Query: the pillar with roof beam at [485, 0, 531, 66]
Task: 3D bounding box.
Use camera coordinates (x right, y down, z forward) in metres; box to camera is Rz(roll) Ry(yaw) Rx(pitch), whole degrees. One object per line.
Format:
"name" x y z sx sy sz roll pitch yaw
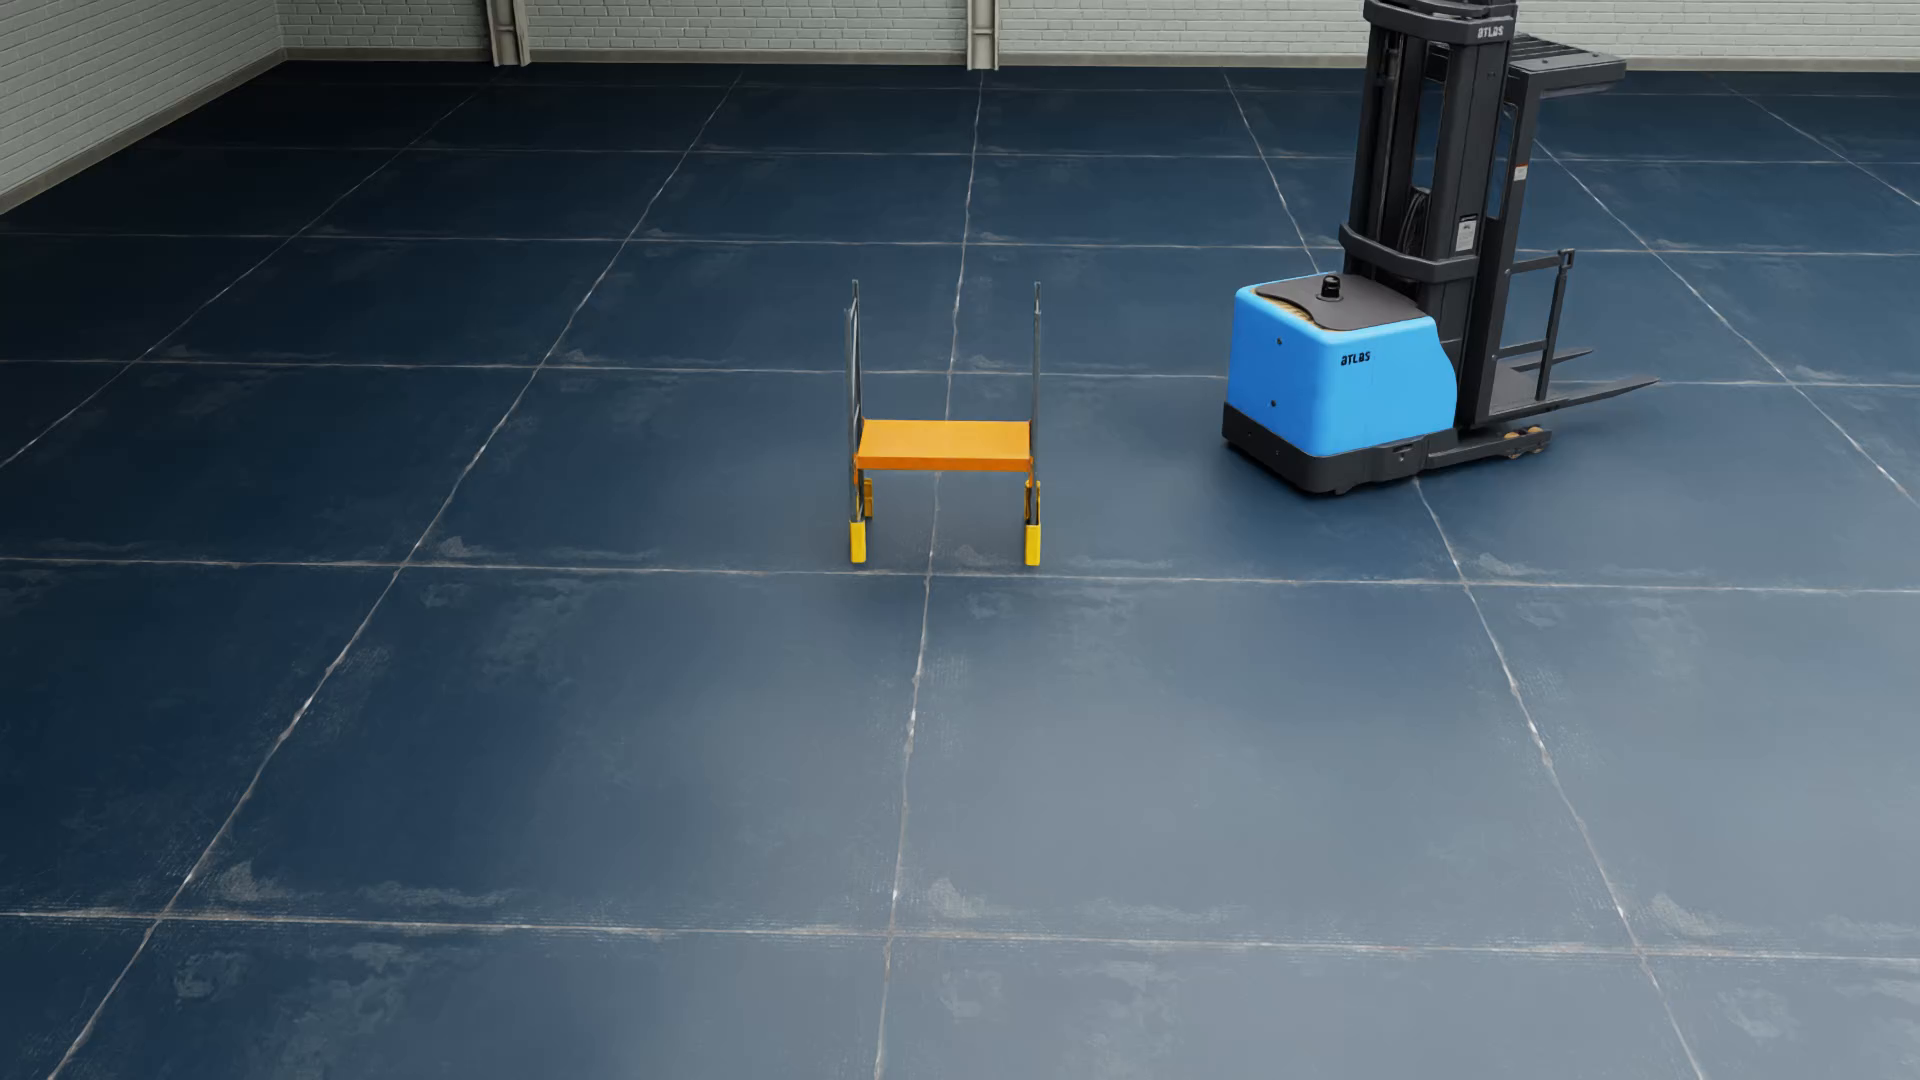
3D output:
"pillar with roof beam" -5.858 -8.036 15.301 0.400 9.000 9.100 1 28 2

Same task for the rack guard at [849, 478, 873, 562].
"rack guard" -0.574 -0.120 9.709 0.087 0.250 0.587 1 28 2

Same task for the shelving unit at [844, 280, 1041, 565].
"shelving unit" -0.076 -0.664 9.401 1.083 1.500 0.587 1 28 2

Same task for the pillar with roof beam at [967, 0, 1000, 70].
"pillar with roof beam" 0.138 -7.937 15.114 0.400 9.000 9.100 1 28 2

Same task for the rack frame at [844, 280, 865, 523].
"rack frame" -0.593 -0.672 9.417 0.032 1.500 0.500 1 28 2

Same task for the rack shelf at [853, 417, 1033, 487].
"rack shelf" -0.085 -0.505 9.486 1.000 0.185 0.538 1 28 2

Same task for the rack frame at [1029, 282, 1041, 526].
"rack frame" 0.423 -0.656 9.386 0.032 1.500 0.500 1 28 2

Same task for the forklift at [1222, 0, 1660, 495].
"forklift" 3.273 -2.031 10.452 3.031 2.935 1.130 -13 30 -22

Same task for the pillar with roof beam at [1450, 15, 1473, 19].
"pillar with roof beam" 6.134 -7.837 14.927 0.400 9.000 9.100 1 28 2

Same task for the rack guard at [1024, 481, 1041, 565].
"rack guard" 0.422 -0.103 9.678 0.087 0.250 0.587 1 28 2
